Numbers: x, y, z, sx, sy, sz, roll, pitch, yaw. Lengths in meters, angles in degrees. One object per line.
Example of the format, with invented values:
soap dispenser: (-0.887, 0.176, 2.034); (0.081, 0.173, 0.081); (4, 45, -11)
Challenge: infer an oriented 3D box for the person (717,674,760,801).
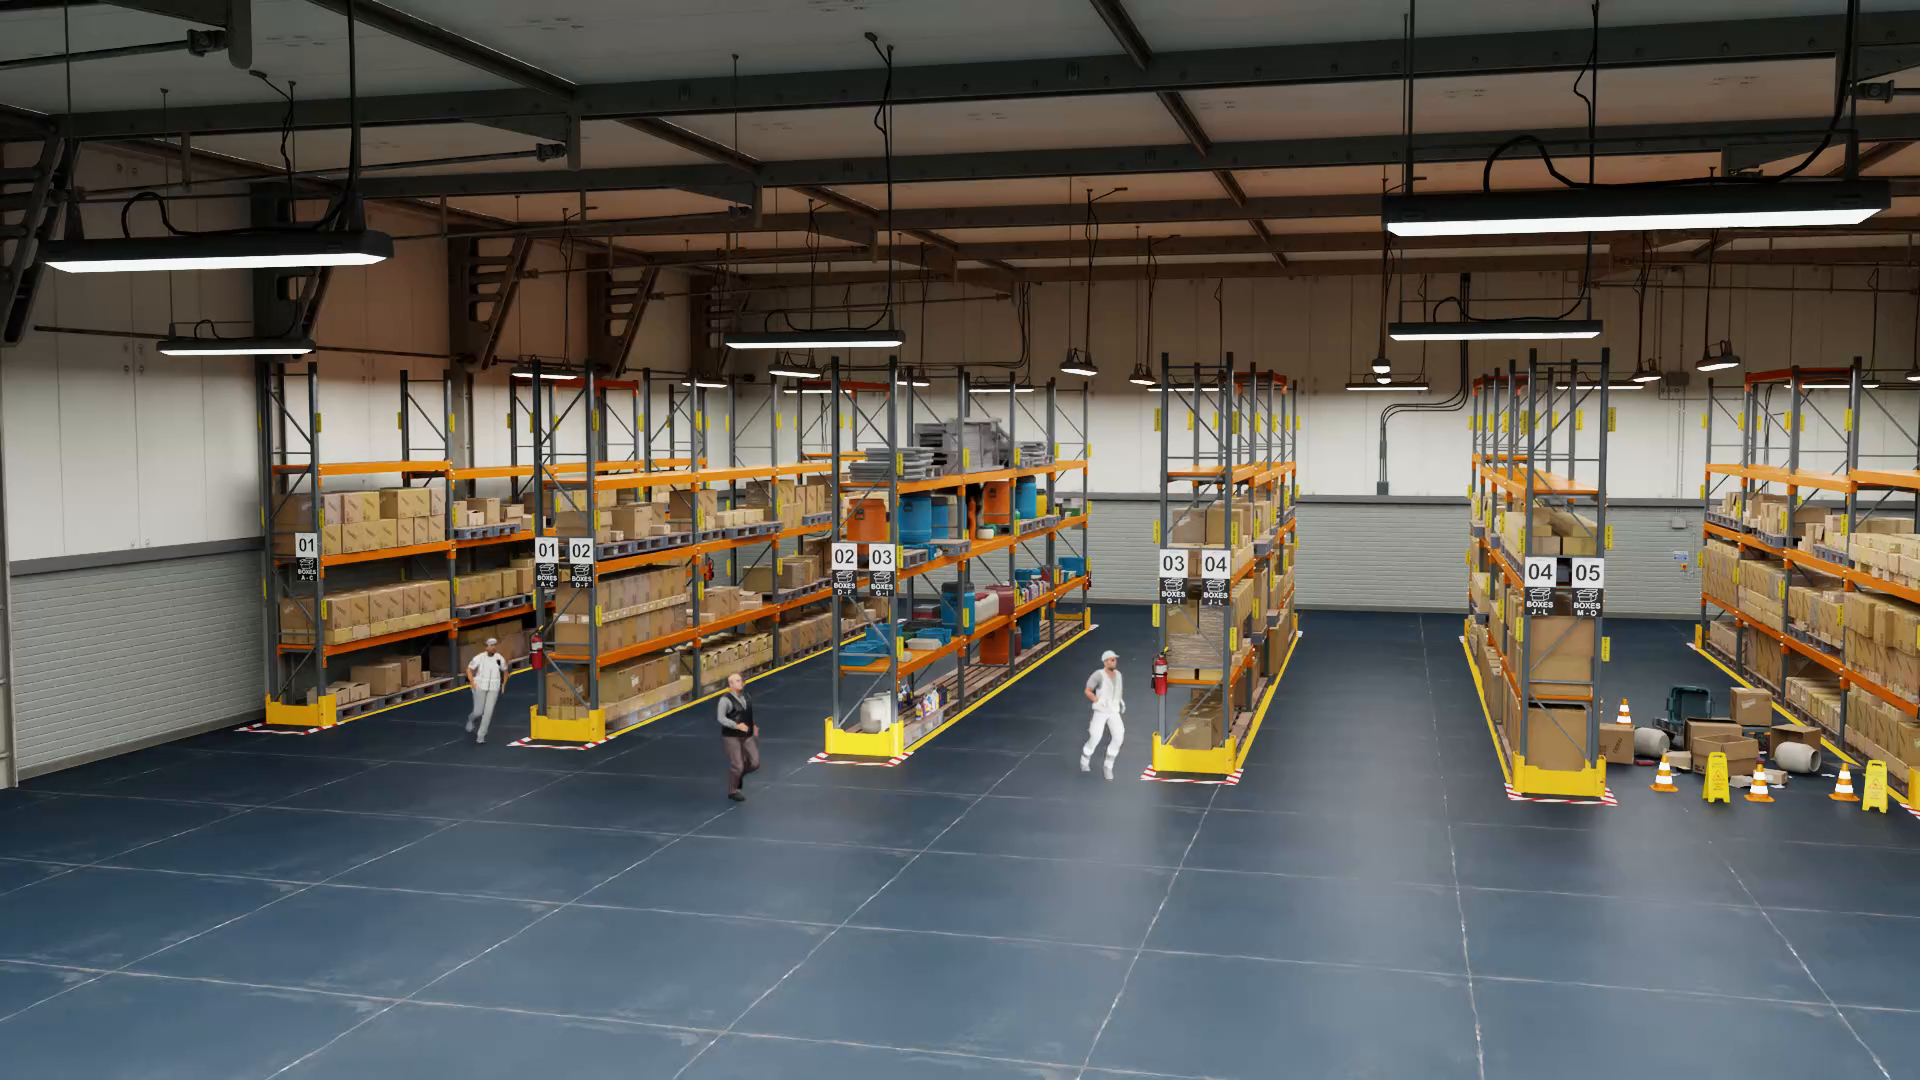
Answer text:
person: (-2.901, 2.616, 22.036); (0.542, 1.680, 0.654); (4, 5, 42)

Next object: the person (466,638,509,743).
person: (-7.454, 2.355, 26.302); (0.653, 1.602, 0.666); (-2, 4, -26)

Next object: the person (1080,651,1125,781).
person: (2.066, 2.388, 23.581); (0.707, 1.652, 0.703); (-2, 4, -25)

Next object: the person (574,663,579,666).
person: (-6.986, 1.990, 31.071); (0.549, 1.717, 0.781); (0, 4, 7)
